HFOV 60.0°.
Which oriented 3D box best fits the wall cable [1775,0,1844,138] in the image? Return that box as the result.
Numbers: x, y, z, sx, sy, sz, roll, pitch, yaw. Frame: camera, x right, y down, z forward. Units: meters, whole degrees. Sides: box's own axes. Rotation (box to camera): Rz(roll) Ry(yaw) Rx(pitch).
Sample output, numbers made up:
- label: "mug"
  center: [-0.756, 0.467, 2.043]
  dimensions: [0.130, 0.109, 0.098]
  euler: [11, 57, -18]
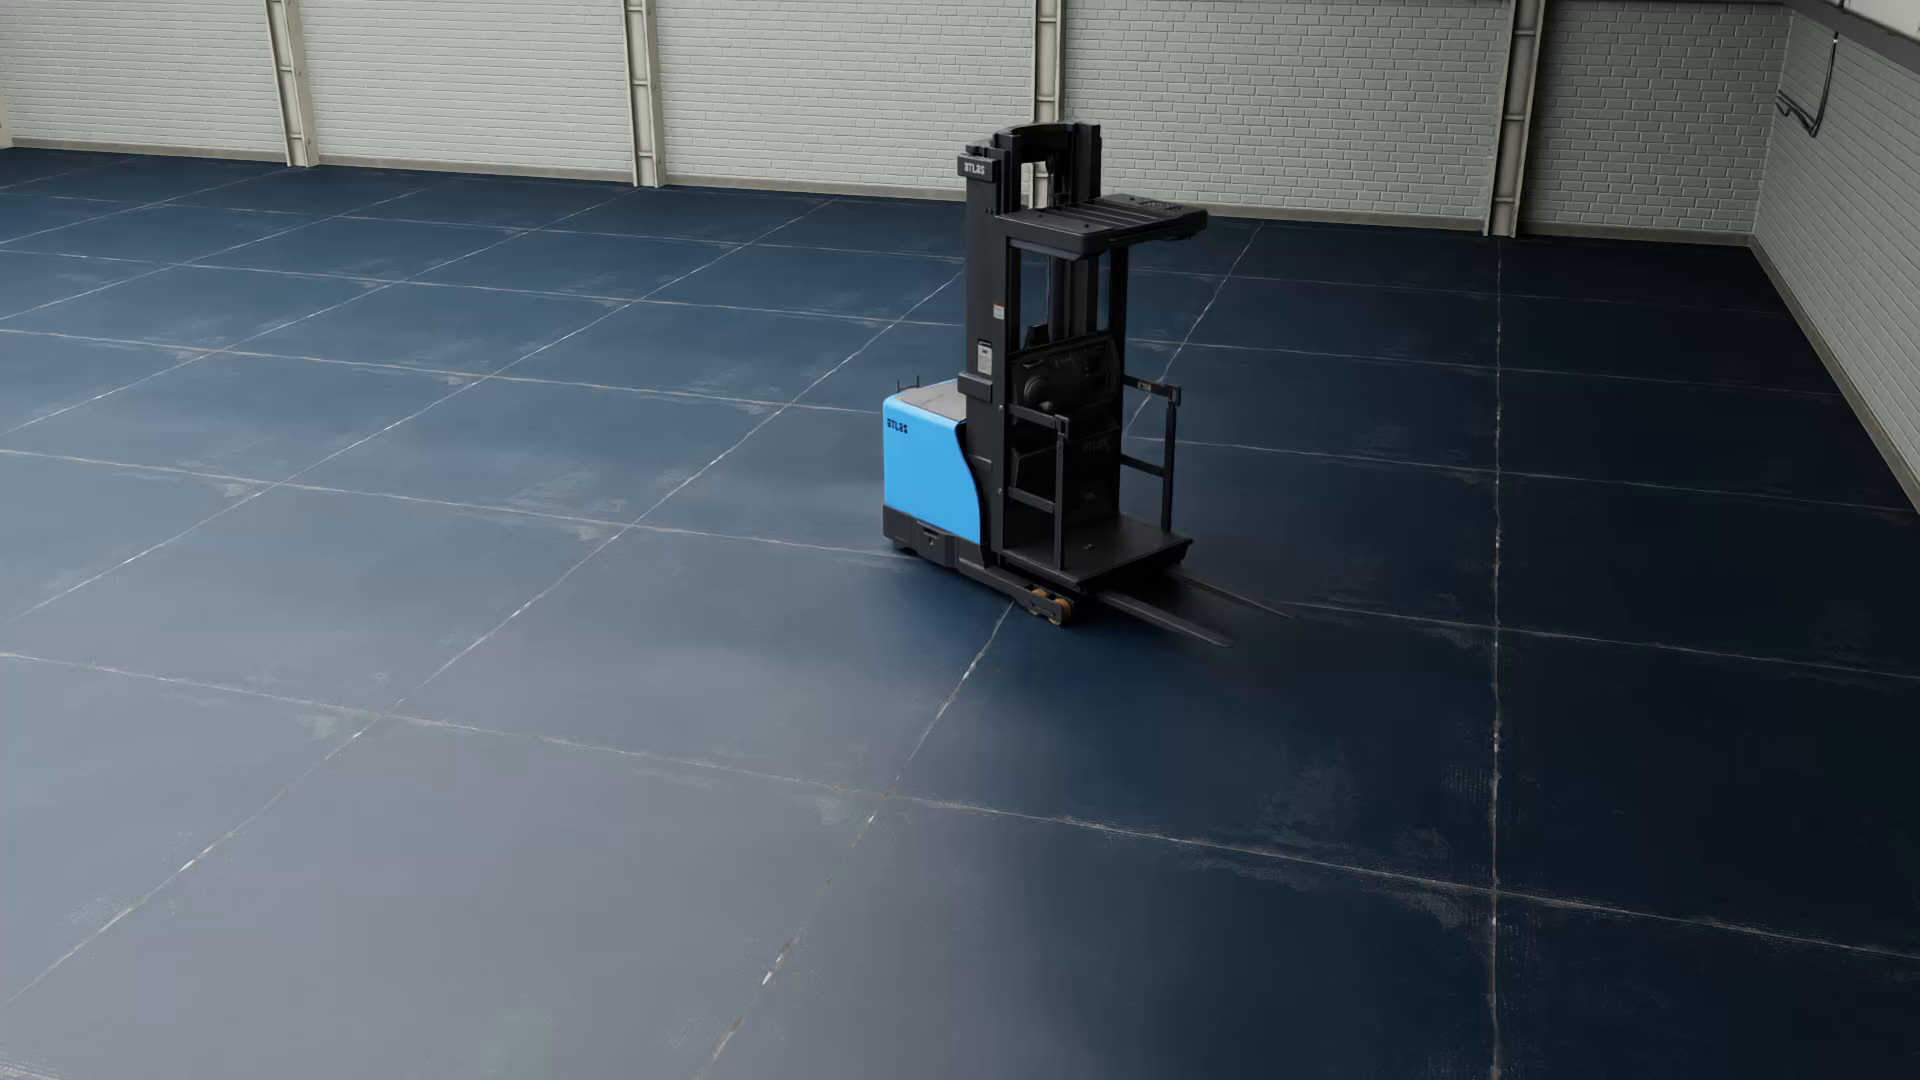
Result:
- label: "wall cable"
  center: [9.359, -5.848, 18.261]
  dimensions: [0.112, 2.526, 3.097]
  euler: [7, 23, 16]

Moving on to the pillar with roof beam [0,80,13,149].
- label: "pillar with roof beam"
  center: [-17.299, -9.155, 22.232]
  dimensions: [0.400, 9.000, 9.100]
  euler: [7, 23, 16]

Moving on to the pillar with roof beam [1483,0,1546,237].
- label: "pillar with roof beam"
  center: [5.677, -6.524, 15.818]
  dimensions: [0.400, 9.000, 9.100]
  euler: [7, 23, 16]

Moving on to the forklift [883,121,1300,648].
- label: "forklift"
  center: [0.812, -1.039, 10.441]
  dimensions: [1.130, 2.935, 3.031]
  euler: [-19, 29, -38]

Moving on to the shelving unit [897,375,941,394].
- label: "shelving unit"
  center: [-0.288, -0.633, 11.930]
  dimensions: [0.215, 1.050, 0.252]
  euler: [-19, 29, -38]

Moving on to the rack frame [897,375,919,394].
- label: "rack frame"
  center: [-0.368, -0.668, 12.015]
  dimensions: [0.200, 1.050, 0.008]
  euler: [-19, 29, -38]

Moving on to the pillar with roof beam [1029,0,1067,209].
- label: "pillar with roof beam"
  center: [-0.067, -7.182, 17.421]
  dimensions: [0.400, 9.000, 9.100]
  euler: [7, 23, 16]

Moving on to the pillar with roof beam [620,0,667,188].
- label: "pillar with roof beam"
  center: [-5.811, -7.840, 19.025]
  dimensions: [0.400, 9.000, 9.100]
  euler: [7, 23, 16]

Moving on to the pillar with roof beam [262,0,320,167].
- label: "pillar with roof beam"
  center: [-11.555, -8.497, 20.628]
  dimensions: [0.400, 9.000, 9.100]
  euler: [7, 23, 16]
